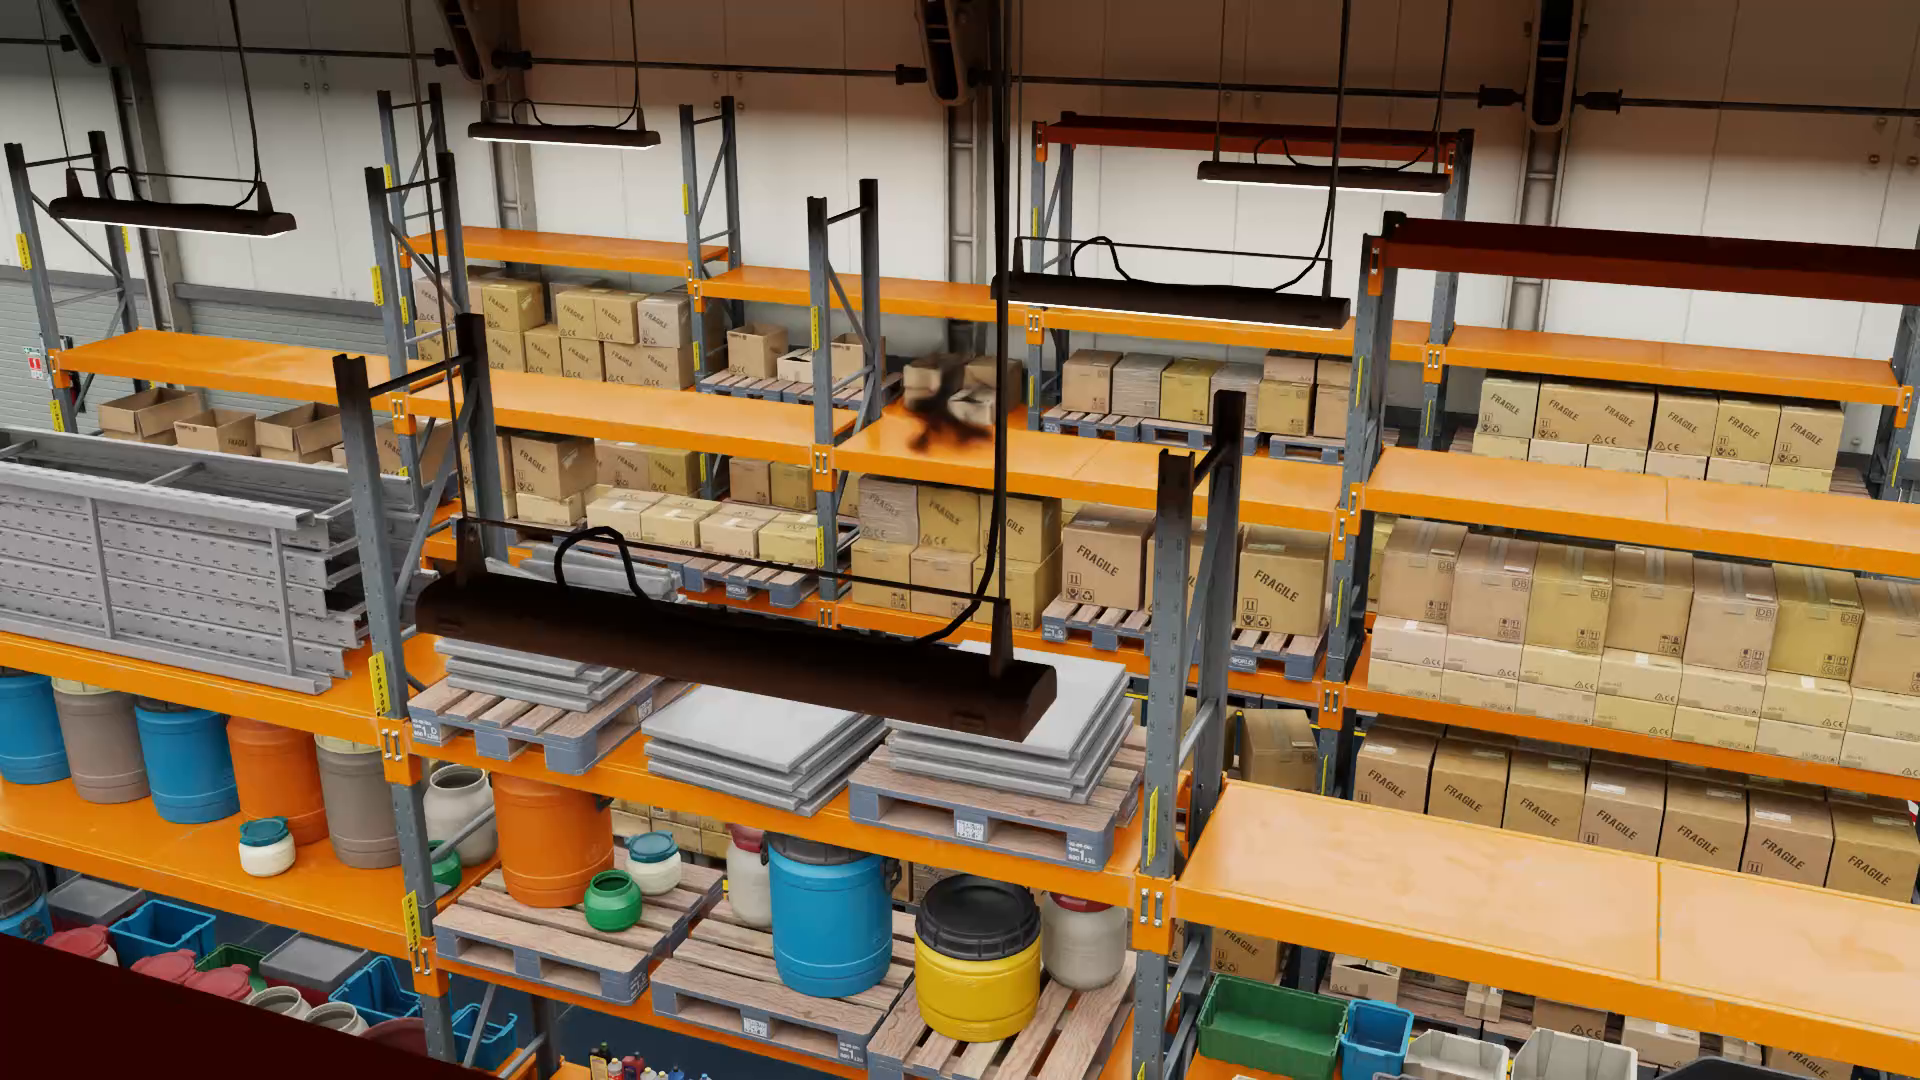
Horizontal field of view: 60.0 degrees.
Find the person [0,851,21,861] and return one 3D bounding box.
[{"bbox_3d":[-7.738,2.427,13.422,1.002,1.774,0.659,8,22,20],"label":"person"}]
